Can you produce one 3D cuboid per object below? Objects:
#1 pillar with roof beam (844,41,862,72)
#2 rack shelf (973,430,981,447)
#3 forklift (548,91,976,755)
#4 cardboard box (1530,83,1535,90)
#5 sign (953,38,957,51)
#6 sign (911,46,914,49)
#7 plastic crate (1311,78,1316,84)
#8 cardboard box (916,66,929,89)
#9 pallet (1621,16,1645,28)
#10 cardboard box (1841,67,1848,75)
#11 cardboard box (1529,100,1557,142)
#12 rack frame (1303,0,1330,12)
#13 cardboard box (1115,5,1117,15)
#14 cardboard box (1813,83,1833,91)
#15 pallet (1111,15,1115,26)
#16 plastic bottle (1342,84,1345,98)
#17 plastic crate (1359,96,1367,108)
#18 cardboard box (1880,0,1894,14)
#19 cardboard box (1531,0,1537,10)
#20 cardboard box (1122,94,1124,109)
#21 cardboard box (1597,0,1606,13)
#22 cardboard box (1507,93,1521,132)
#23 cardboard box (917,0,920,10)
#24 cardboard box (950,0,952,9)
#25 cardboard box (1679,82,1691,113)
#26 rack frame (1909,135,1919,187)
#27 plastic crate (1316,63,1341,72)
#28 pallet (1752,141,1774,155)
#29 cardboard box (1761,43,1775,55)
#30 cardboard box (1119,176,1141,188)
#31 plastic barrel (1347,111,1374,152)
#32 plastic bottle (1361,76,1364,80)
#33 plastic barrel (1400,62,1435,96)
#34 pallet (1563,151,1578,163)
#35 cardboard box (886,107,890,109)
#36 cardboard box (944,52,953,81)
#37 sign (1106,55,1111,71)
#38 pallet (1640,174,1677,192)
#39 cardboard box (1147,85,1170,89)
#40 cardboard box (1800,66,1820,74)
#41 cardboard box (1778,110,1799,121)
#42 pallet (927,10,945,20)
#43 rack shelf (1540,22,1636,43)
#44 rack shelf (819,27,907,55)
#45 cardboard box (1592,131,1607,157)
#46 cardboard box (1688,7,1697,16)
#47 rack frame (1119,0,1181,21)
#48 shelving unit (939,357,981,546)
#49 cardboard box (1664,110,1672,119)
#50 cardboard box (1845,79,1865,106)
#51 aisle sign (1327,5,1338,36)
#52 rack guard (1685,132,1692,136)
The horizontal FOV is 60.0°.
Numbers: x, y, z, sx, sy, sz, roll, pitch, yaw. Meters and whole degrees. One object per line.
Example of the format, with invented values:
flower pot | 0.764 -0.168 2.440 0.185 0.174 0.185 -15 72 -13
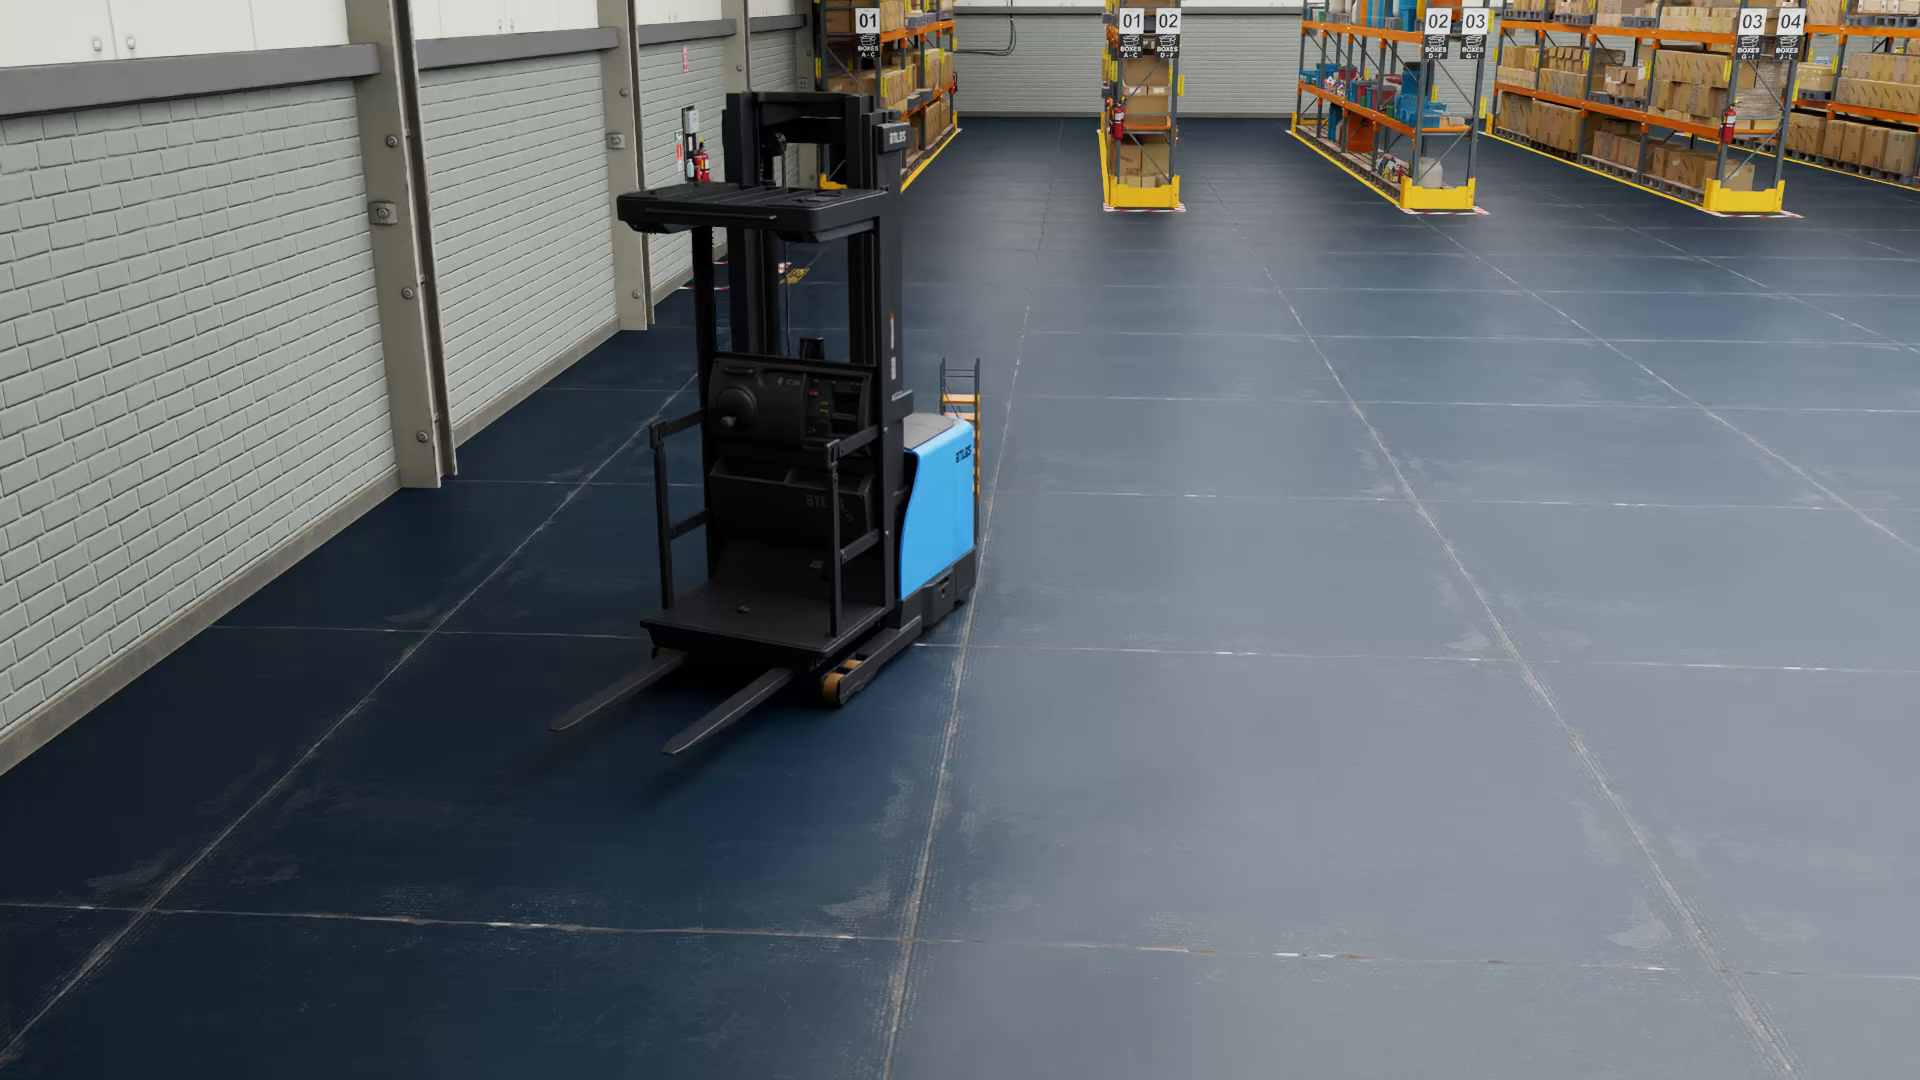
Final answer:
pillar with roof beam | 2.086 -12.077 33.327 9.100 9.000 0.400 1 18 4
rack shelf | -0.001 -0.637 10.699 0.258 0.103 0.180 1 18 4
forklift | -0.965 -0.710 8.381 1.130 2.935 3.031 8 20 22
cardboard box | 13.552 -10.600 38.858 0.380 0.149 0.250 1 18 4
sign | -0.138 -12.837 43.043 0.100 0.325 0.005 1 18 4
sign | -1.232 -12.654 43.207 0.100 0.325 0.005 1 18 4
plastic crate | 8.741 -11.178 40.547 0.293 0.136 0.466 1 18 4
cardboard box | -0.962 -10.050 36.106 0.500 0.500 0.500 2 18 6
pallet | 13.505 -9.980 32.048 1.213 0.211 1.003 1 18 4
cardboard box | 18.775 -9.894 35.075 0.380 0.149 0.250 1 18 4
cardboard box | 13.831 -9.608 38.165 1.225 0.875 0.875 1 18 4
rack frame | 9.203 -14.821 41.702 1.000 3.000 0.127 1 18 4
cardboard box | 2.975 -9.298 28.908 0.500 0.311 0.500 3 18 10
cardboard box | 18.087 -9.476 34.755 0.380 0.149 0.250 2 18 5
pallet | 3.730 -10.720 34.307 1.213 0.211 1.003 2 18 6
plastic bottle | 8.250 -9.637 35.703 0.061 0.283 0.133 1 18 4
plastic crate | 8.186 -8.689 32.965 0.450 0.188 0.662 1 18 4
cardboard box | 18.166 -10.328 32.115 0.500 0.311 0.500 1 18 3
cardboard box | 13.896 -12.748 39.199 0.700 0.500 0.500 2 18 7
cardboard box | 3.306 -7.944 30.191 0.700 0.500 0.500 2 18 5
cardboard box | 13.280 -10.945 33.727 0.500 0.500 0.500 1 18 4
cardboard box | 14.112 -10.566 41.089 0.875 0.875 0.875 1 18 4
cardboard box | -1.236 -11.878 36.670 0.700 0.500 0.500 2 18 7
cardboard box | -0.466 -13.559 42.074 0.500 0.250 0.500 2 18 6
cardboard box | 13.106 -7.716 29.017 0.875 0.500 0.500 1 18 4
rack frame | 18.223 -7.990 30.491 1.000 3.000 0.127 1 18 4
plastic crate | 9.365 -11.907 42.291 0.616 0.435 0.499 1 18 4
pallet | 18.742 -8.908 37.770 1.003 0.211 1.213 1 18 4
cardboard box | 18.561 -11.291 38.320 0.500 0.500 0.500 1 18 2
cardboard box | 2.860 -6.178 28.703 0.500 0.250 0.500 1 18 4
plastic barrel | 8.648 -8.806 35.791 0.600 0.830 0.708 1 18 4
plastic bottle | 9.164 -10.354 37.783 0.144 0.351 0.185 1 18 4
plastic barrel | 8.673 -8.594 31.529 0.600 0.901 0.708 1 18 4
pallet | 13.702 -8.293 35.892 1.003 0.211 1.213 1 18 4
cardboard box | -1.474 -7.304 28.606 0.500 0.250 0.500 1 18 2
cardboard box | -0.705 -12.175 42.780 0.980 0.700 0.700 2 18 6
sign | 3.147 -10.119 35.254 0.100 0.325 0.005 1 18 4
pallet | 13.270 -6.598 30.720 1.003 0.211 1.213 1 18 4
cardboard box | 3.375 -7.667 28.303 0.380 0.149 0.250 1 18 2
cardboard box | 18.142 -10.000 35.398 0.380 0.149 0.250 2 18 6
cardboard box | 18.444 -9.454 37.093 0.500 0.250 0.500 2 18 5
pallet | -0.896 -12.586 39.841 1.003 0.211 1.213 1 18 4
rack shelf | 13.713 -11.079 36.256 1.077 0.370 4.000 1 18 4
rack shelf | -1.682 -8.926 29.686 1.077 0.370 4.000 1 18 4
cardboard box | 13.542 -8.187 34.400 0.700 0.500 0.500 0 18 1
cardboard box | 12.896 -9.176 28.893 0.380 0.149 0.250 1 18 3
rack frame | 3.116 -9.963 26.877 1.000 3.000 0.127 1 18 4
shelving unit | -0.001 -0.566 10.722 0.258 1.200 0.189 1 18 4
cardboard box | 12.879 -7.643 29.834 0.380 0.149 0.250 1 18 4
cardboard box | 18.175 -8.989 33.377 0.500 0.500 0.500 1 18 3
aisle sign | 9.501 -13.221 42.279 0.394 0.787 0.004 1 18 4
rack guard | 19.078 -10.506 42.182 1.175 0.500 0.348 1 18 4
